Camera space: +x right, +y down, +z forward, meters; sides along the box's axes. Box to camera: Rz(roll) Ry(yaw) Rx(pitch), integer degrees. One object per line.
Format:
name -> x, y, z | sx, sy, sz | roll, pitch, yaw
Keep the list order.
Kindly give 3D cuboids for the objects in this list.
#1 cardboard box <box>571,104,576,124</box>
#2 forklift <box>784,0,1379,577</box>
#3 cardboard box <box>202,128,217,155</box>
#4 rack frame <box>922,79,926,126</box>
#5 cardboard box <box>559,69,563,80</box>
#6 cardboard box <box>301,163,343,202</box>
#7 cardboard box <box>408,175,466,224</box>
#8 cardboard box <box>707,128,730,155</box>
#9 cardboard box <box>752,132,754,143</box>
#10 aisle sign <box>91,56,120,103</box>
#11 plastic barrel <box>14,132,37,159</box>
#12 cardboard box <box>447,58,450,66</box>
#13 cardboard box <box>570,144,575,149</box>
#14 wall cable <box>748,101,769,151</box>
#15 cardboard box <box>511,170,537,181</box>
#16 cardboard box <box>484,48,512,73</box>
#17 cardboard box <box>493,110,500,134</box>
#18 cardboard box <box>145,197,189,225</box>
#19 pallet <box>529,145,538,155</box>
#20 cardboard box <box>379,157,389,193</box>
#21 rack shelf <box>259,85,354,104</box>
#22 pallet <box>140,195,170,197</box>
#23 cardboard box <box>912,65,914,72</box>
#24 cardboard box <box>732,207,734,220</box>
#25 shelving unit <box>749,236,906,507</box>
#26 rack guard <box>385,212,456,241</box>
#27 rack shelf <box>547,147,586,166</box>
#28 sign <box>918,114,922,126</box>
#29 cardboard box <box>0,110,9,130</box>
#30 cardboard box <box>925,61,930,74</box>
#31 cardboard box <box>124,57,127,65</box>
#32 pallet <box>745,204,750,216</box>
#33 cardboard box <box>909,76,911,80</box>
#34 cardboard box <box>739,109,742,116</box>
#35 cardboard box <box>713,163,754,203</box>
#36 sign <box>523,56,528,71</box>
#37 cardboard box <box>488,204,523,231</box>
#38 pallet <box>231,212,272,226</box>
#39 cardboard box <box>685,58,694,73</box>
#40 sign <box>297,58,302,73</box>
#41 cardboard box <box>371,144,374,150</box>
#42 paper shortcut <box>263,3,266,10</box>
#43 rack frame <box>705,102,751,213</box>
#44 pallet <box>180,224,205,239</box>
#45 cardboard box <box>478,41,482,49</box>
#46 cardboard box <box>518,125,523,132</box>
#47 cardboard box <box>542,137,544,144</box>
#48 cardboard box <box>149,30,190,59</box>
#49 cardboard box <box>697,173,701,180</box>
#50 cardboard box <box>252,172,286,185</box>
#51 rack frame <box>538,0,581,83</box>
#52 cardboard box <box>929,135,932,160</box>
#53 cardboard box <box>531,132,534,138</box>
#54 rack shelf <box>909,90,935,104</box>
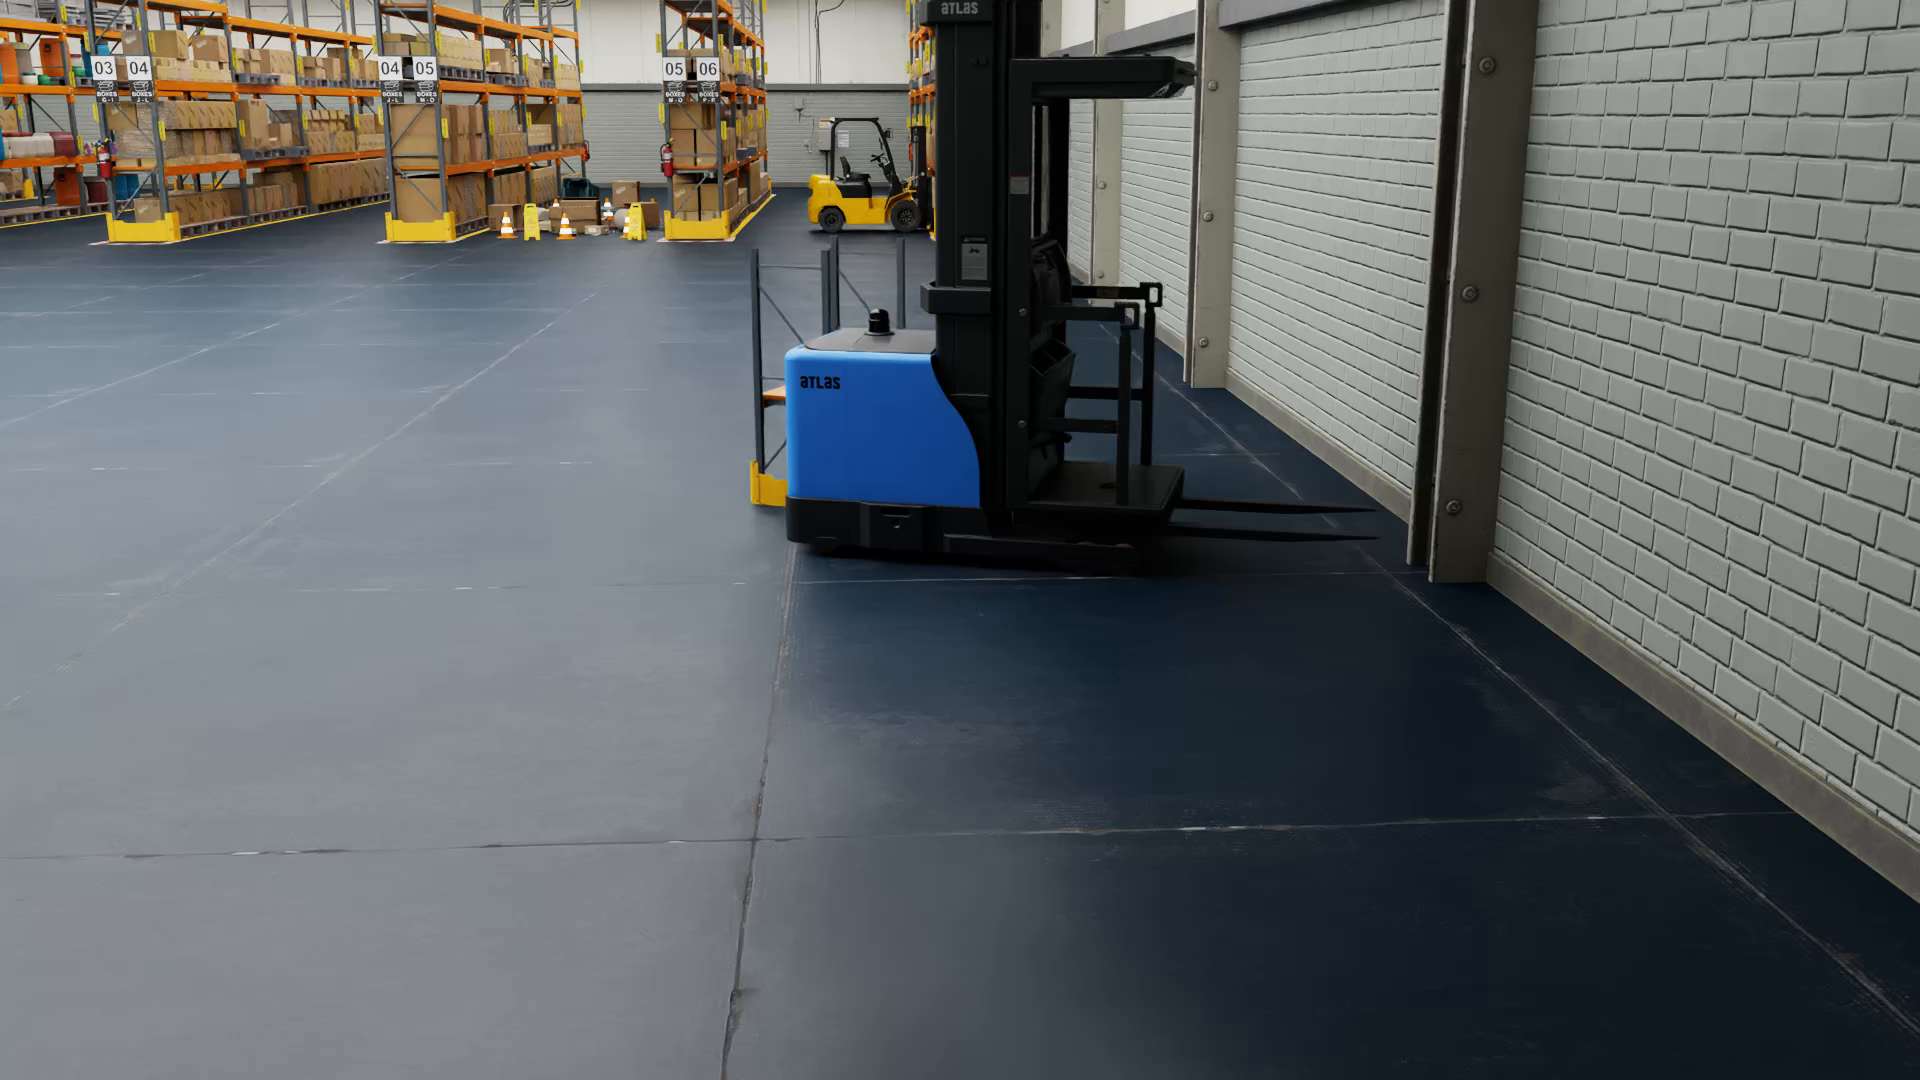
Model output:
cardboard box -> -10.403, -11.187, 43.680 | 0.500, 0.500, 0.500 | 0, 14, -1
forklift -> 0.658, -1.381, 8.513 | 3.031, 2.935, 1.130 | 3, 15, 13
cardboard box -> -14.872, -7.671, 32.024 | 0.875, 0.500, 0.500 | -1, 14, -3
rack frame -> -0.369, -9.065, 38.237 | 1.000, 3.000, 0.127 | -1, 14, -3
cardboard box -> -10.321, -11.750, 41.952 | 0.500, 0.250, 0.500 | -1, 14, -4
cardboard box -> -15.283, -8.402, 39.084 | 1.225, 0.875, 0.875 | -1, 14, -3
cardboard box -> -9.926, -6.457, 31.522 | 0.875, 0.875, 0.875 | -1, 14, -4
cardboard box -> -4.648, -7.567, 31.621 | 0.500, 0.500, 0.500 | -1, 14, -5
cardboard box -> -5.157, -9.539, 39.379 | 0.500, 0.250, 0.500 | -1, 14, -4
aisle sign -> -15.014, -8.083, 29.206 | 0.394, 0.787, 0.004 | -1, 14, -3
plastic barrel -> -19.822, -8.360, 35.226 | 0.433, 0.535, 0.433 | 0, 14, 0
cardboard box -> -9.494, -8.695, 30.240 | 0.380, 0.149, 0.250 | -1, 14, -3
cardboard box -> -10.416, -10.423, 44.021 | 0.380, 0.149, 0.250 | -2, 15, -6
wall cable -> -6.191, -12.886, 50.987 | 0.585, 1.953, 0.123 | -1, 14, -3
cardboard box -> -10.058, -8.417, 38.388 | 0.500, 0.250, 0.500 | -2, 15, -6
cardboard box -> -9.870, -10.210, 35.426 | 0.500, 0.500, 0.500 | -1, 14, -3
cardboard box -> -10.111, -8.800, 35.003 | 0.700, 0.500, 0.500 | -1, 14, -3
cardboard box -> -14.811, -6.141, 31.048 | 0.500, 0.500, 0.500 | 3, 15, 11
pallet -> -10.407, -8.968, 38.247 | 1.213, 0.211, 1.003 | -1, 14, -3
cardboard box -> -15.533, -9.614, 43.793 | 0.875, 0.875, 0.875 | -1, 14, -3
rack shelf -> -15.338, -10.436, 38.990 | 1.077, 0.370, 4.000 | -1, 14, -3
pallet -> -20.489, -8.584, 41.966 | 1.003, 0.211, 1.213 | -1, 14, -3
cardboard box -> -0.975, -11.576, 40.843 | 0.380, 0.149, 0.250 | -1, 14, -4
cardboard box -> -4.671, -6.337, 32.310 | 0.500, 0.250, 0.500 | 0, 14, 0
shelving unit -> -0.768, -1.040, 10.058 | 0.587, 1.500, 1.083 | 6, 16, 22
rack guard -> -9.760, -5.679, 30.096 | 1.175, 0.500, 0.348 | -1, 14, -3
rack shelf -> -10.629, -10.029, 43.430 | 1.077, 0.370, 4.000 | -1, 14, -3
sign -> -0.910, -9.576, 38.061 | 0.100, 0.325, 0.005 | -1, 14, -3
cardboard box -> -25.263, -10.972, 43.444 | 0.500, 0.500, 0.500 | 0, 14, -2
cardboard box -> -0.504, -10.380, 36.087 | 0.500, 0.500, 0.500 | -1, 14, -2
cardboard box -> -14.946, -8.548, 29.712 | 0.380, 0.149, 0.250 | -1, 14, -5
pallet -> -5.276, -7.442, 37.528 | 1.003, 0.211, 1.213 | -1, 14, -3
cardboard box -> -1.110, -12.464, 45.132 | 0.500, 0.250, 0.500 | -1, 14, -4
cardboard box -> -4.940, -9.295, 36.189 | 0.380, 0.149, 0.250 | -2, 15, -6
cardboard box -> -5.283, -8.335, 38.821 | 0.875, 0.875, 0.875 | -1, 14, -4
sign -> -9.702, -10.633, 37.118 | 0.100, 0.325, 0.005 | -1, 14, -3
cardboard box -> -8.889, -6.311, 32.547 | 0.500, 0.500, 0.500 | 2, 15, 6
pallet -> -15.016, -6.682, 34.575 | 1.003, 0.211, 1.213 | -1, 14, -3
cardboard box -> -5.128, -8.645, 30.289 | 0.500, 0.250, 0.500 | -1, 14, -4
sign -> -14.672, -10.545, 36.933 | 0.100, 0.325, 0.005 | -1, 14, -3
cardboard box -> -15.215, -10.046, 42.554 | 0.380, 0.149, 0.250 | -1, 14, -4
paper shortcut -> -15.820, -12.127, 37.821 | 0.009, 0.170, 0.078 | 9, -17, -6
rack frame -> -5.323, -8.987, 37.936 | 1.000, 3.000, 0.127 | -1, 14, -3
pallet -> -14.738, -5.715, 30.817 | 1.003, 0.211, 1.213 | -1, 14, -3
cardboard box -> -9.668, -9.774, 32.833 | 0.380, 0.149, 0.250 | -1, 14, -4
cardboard box -> -10.092, -9.374, 37.908 | 0.380, 0.149, 0.250 | -1, 14, -3
cardboard box -> -10.214, -9.608, 40.011 | 0.380, 0.149, 0.250 | -2, 15, -6
cardboard box -> -14.540, -9.105, 30.574 | 0.500, 0.500, 0.500 | -1, 14, -4
cardboard box -> -5.307, -7.164, 32.718 | 0.380, 0.149, 0.250 | 0, 14, 0
cardboard box -> -15.099, -7.902, 36.346 | 0.500, 0.250, 0.500 | 1, 14, 3
rack frame -> -10.753, -13.780, 44.526 | 1.000, 3.000, 0.127 | -1, 14, -3
cardboard box -> -0.354, -8.004, 33.914 | 0.500, 0.500, 0.500 | -1, 14, -5
cardboard box -> -10.141, -9.431, 38.726 | 0.380, 0.149, 0.250 | -1, 14, -3
rack shelf -> -0.740, -11.661, 43.753 | 1.077, 0.370, 4.000 | -1, 14, -3
